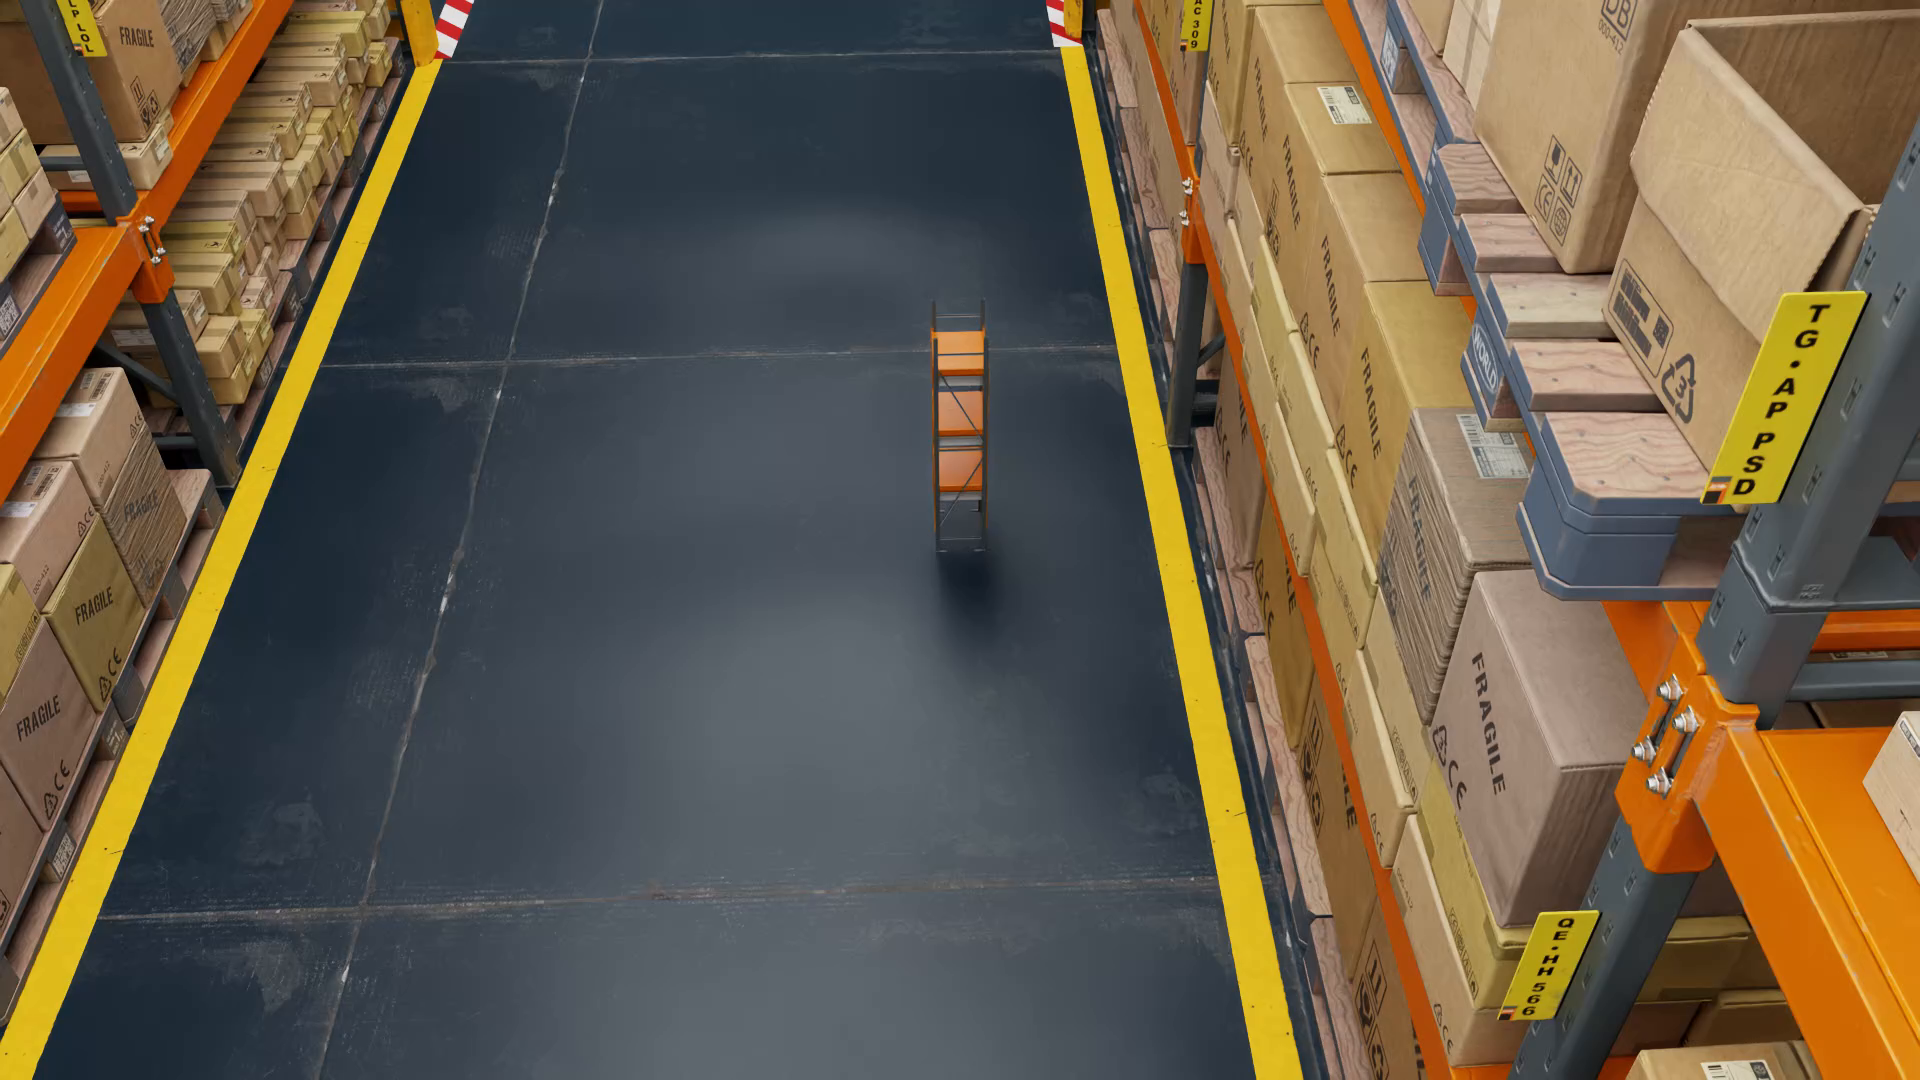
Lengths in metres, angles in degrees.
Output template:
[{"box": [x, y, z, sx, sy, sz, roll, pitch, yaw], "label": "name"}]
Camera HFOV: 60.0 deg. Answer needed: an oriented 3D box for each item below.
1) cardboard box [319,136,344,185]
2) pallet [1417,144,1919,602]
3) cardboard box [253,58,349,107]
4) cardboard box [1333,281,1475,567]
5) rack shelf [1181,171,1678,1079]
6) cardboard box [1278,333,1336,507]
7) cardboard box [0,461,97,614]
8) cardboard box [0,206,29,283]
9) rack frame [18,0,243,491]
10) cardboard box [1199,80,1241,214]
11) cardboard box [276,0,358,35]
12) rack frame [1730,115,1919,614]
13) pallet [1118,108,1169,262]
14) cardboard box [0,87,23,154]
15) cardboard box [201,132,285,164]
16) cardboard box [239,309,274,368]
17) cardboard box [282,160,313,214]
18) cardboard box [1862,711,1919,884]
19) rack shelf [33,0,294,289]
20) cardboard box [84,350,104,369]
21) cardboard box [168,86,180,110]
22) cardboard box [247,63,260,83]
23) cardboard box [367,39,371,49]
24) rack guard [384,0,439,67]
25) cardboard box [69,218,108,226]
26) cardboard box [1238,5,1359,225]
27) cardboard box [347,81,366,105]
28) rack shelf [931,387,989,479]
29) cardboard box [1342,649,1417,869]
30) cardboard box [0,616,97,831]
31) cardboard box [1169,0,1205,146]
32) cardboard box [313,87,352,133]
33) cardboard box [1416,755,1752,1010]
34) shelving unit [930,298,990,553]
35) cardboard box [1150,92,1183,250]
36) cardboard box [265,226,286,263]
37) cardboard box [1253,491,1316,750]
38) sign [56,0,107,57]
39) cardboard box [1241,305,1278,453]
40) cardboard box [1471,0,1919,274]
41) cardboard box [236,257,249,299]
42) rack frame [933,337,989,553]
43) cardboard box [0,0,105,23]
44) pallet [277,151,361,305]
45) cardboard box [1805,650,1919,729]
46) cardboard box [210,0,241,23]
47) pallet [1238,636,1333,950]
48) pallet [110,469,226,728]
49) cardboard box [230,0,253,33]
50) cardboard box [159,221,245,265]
[{"box": [-3.358, -1.925, 8.429, 0.380, 0.149, 0.250, -1, 43, -1], "label": "cardboard box"}, {"box": [1.486, -0.323, 2.802, 1.213, 0.211, 1.003, 0, 43, 0], "label": "pallet"}, {"box": [-3.333, -2.318, 8.418, 0.380, 0.149, 0.250, 0, 43, 0], "label": "cardboard box"}, {"box": [1.238, -0.282, 4.024, 0.500, 0.500, 0.500, -2, 43, -2], "label": "cardboard box"}, {"box": [1.481, 0.061, 4.995, 1.077, 0.370, 4.000, -2, 43, -2], "label": "rack shelf"}, {"box": [1.202, -0.344, 4.646, 0.500, 0.250, 0.500, -3, 43, -3], "label": "cardboard box"}, {"box": [-3.252, -0.010, 5.526, 0.500, 0.250, 0.500, 0, 43, 0], "label": "cardboard box"}, {"box": [-3.319, -0.968, 5.461, 0.380, 0.149, 0.250, -1, 43, -2], "label": "cardboard box"}, {"box": [-3.545, -1.344, 5.996, 1.000, 3.000, 0.127, -2, 43, -2], "label": "rack frame"}, {"box": [1.133, -1.378, 5.774, 0.500, 0.250, 0.500, -3, 43, -3], "label": "cardboard box"}, {"box": [-3.486, -2.846, 8.994, 0.380, 0.149, 0.250, -1, 43, -1], "label": "cardboard box"}, {"box": [1.566, -1.065, 1.252, 1.000, 3.000, 0.127, -2, 43, -2], "label": "rack frame"}, {"box": [1.387, -1.867, 8.631, 1.003, 0.211, 1.213, -2, 43, -2], "label": "pallet"}, {"box": [-3.333, -1.360, 5.448, 0.380, 0.149, 0.250, 0, 43, 0], "label": "cardboard box"}, {"box": [-3.422, -1.793, 7.845, 0.380, 0.149, 0.250, -3, 43, -4], "label": "cardboard box"}, {"box": [-3.251, -0.882, 7.292, 0.380, 0.149, 0.250, 0, 43, -1], "label": "cardboard box"}, {"box": [-3.332, -1.684, 7.946, 0.380, 0.149, 0.250, -2, 43, -2], "label": "cardboard box"}, {"box": [1.410, 0.351, 2.113, 0.380, 0.149, 0.250, -2, 43, -2], "label": "cardboard box"}, {"box": [-3.630, -2.429, 7.712, 1.077, 0.370, 4.000, -2, 43, -2], "label": "rack shelf"}, {"box": [-3.902, -0.702, 7.096, 0.380, 0.149, 0.250, -1, 43, -1], "label": "cardboard box"}, {"box": [-3.379, -1.802, 6.682, 0.380, 0.149, 0.250, -3, 43, -4], "label": "cardboard box"}, {"box": [-3.895, -2.547, 8.888, 0.380, 0.149, 0.250, -1, 43, -1], "label": "cardboard box"}, {"box": [-3.450, -2.731, 9.089, 0.380, 0.149, 0.250, -3, 43, -3], "label": "cardboard box"}, {"box": [-3.712, -3.071, 9.731, 1.175, 0.500, 0.348, -2, 43, -2], "label": "rack guard"}, {"box": [-3.821, -1.416, 7.434, 0.380, 0.149, 0.250, 0, 43, 0], "label": "cardboard box"}, {"box": [1.177, -1.311, 5.147, 0.500, 0.500, 0.500, -2, 43, -2], "label": "cardboard box"}, {"box": [-3.447, -2.447, 8.999, 0.380, 0.149, 0.250, -2, 43, -2], "label": "cardboard box"}, {"box": [-0.002, -0.415, 6.442, 0.215, 0.259, 0.240, -2, 43, -2], "label": "rack shelf"}, {"box": [1.248, 0.523, 4.070, 0.500, 0.250, 0.500, -1, 43, -1], "label": "cardboard box"}, {"box": [-3.223, 0.608, 5.406, 0.500, 0.500, 0.500, -3, 43, -3], "label": "cardboard box"}, {"box": [1.121, -1.897, 6.525, 0.500, 0.500, 0.500, -1, 43, -1], "label": "cardboard box"}, {"box": [-3.349, -2.209, 8.519, 0.380, 0.149, 0.250, -1, 43, -1], "label": "cardboard box"}, {"box": [1.292, 0.698, 3.510, 0.500, 0.250, 0.500, -2, 43, -2], "label": "cardboard box"}, {"box": [-0.002, -0.423, 6.435, 0.215, 1.050, 0.252, -2, 43, -2], "label": "shelving unit"}, {"box": [1.438, -1.795, 8.074, 0.875, 0.438, 0.875, -3, 43, -3], "label": "cardboard box"}, {"box": [-3.420, -1.399, 7.855, 0.380, 0.149, 0.250, -3, 43, -4], "label": "cardboard box"}, {"box": [1.549, 0.100, 5.682, 0.875, 0.875, 0.875, -1, 43, -1], "label": "cardboard box"}, {"box": [-2.991, -1.789, 5.625, 0.100, 0.325, 0.005, -2, 43, -2], "label": "sign"}, {"box": [1.181, -0.498, 5.185, 0.500, 0.250, 0.500, -2, 43, -2], "label": "cardboard box"}, {"box": [1.334, -0.814, 2.813, 0.700, 0.500, 0.500, -4, 43, -4], "label": "cardboard box"}, {"box": [-3.387, -1.143, 7.356, 0.380, 0.149, 0.250, -2, 43, -2], "label": "cardboard box"}, {"box": [0.003, -0.341, 6.345, 0.200, 1.050, 0.008, -2, 43, -2], "label": "rack frame"}, {"box": [-3.321, -2.170, 5.864, 0.500, 0.500, 0.500, -1, 43, -1], "label": "cardboard box"}, {"box": [-3.664, -1.594, 8.332, 1.003, 0.211, 1.213, -2, 43, -2], "label": "pallet"}, {"box": [1.790, 0.401, 3.279, 0.500, 0.500, 0.500, -3, 43, -3], "label": "cardboard box"}, {"box": [-3.328, -2.507, 6.971, 0.500, 0.500, 0.500, -2, 43, -3], "label": "cardboard box"}, {"box": [1.559, 0.818, 5.701, 1.003, 0.211, 1.213, -2, 43, -2], "label": "pallet"}, {"box": [-3.510, 0.210, 6.365, 1.003, 0.211, 1.213, -2, 43, -2], "label": "pallet"}, {"box": [-3.335, -2.339, 7.268, 0.380, 0.149, 0.250, 0, 43, 0], "label": "cardboard box"}, {"box": [-3.365, -1.262, 7.266, 0.380, 0.149, 0.250, -2, 43, -2], "label": "cardboard box"}]
